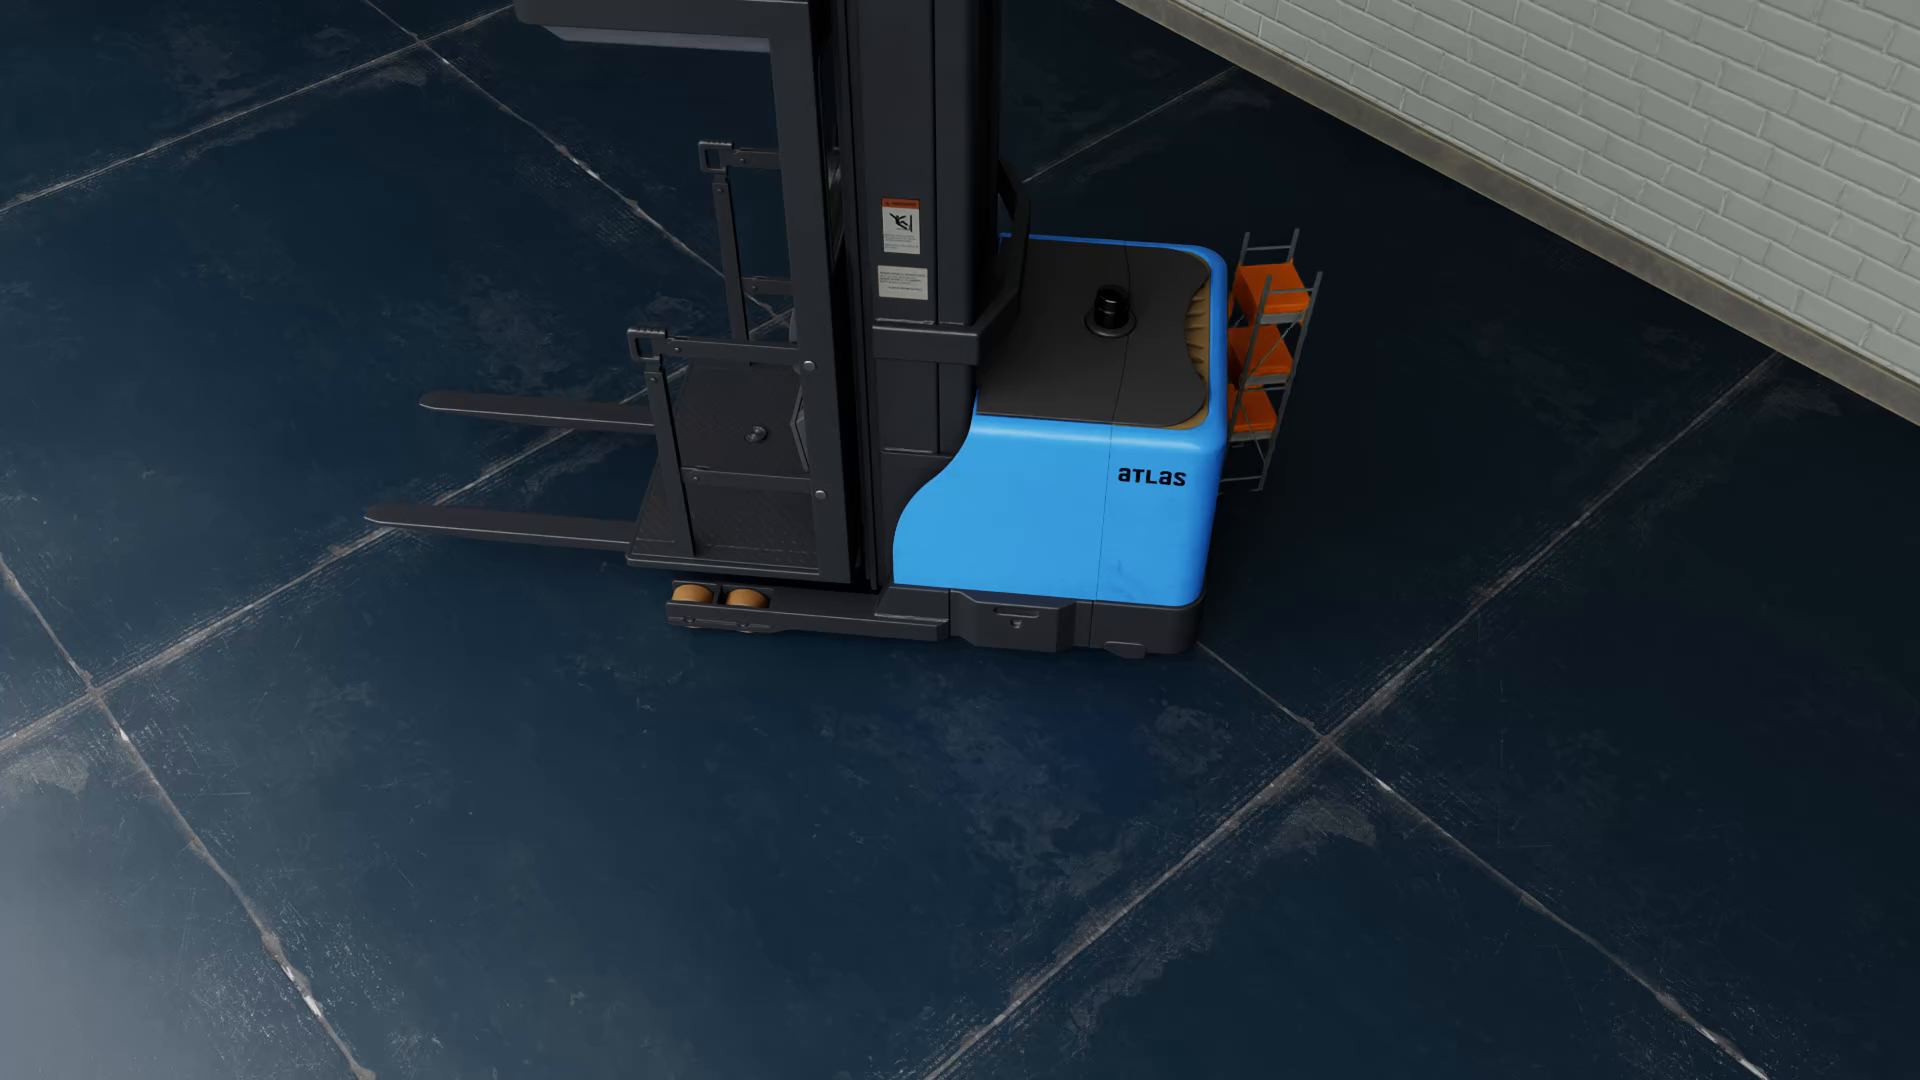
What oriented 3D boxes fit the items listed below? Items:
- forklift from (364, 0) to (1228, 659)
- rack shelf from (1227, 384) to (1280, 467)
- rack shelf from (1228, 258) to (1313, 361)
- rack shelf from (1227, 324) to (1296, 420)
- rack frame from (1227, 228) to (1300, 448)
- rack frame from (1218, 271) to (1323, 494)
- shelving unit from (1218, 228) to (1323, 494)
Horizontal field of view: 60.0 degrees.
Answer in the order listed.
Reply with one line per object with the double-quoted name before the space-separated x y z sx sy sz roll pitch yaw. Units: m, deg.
"forklift" -0.620 -1.044 5.219 3.031 2.935 1.130 5 47 4
"rack shelf" 1.061 -0.435 6.320 0.215 0.259 0.240 -5 47 -10
"rack shelf" 1.099 -0.820 5.912 0.215 0.259 0.240 -5 47 -10
"rack shelf" 1.080 -0.626 6.118 0.215 0.259 0.240 -5 47 -10
"rack frame" 1.058 -0.721 6.192 0.200 1.050 0.008 -5 47 -10
"rack frame" 1.103 -0.545 6.029 0.200 1.050 0.008 -5 47 -10
"shelving unit" 1.081 -0.633 6.110 0.215 1.050 0.252 -5 47 -10
